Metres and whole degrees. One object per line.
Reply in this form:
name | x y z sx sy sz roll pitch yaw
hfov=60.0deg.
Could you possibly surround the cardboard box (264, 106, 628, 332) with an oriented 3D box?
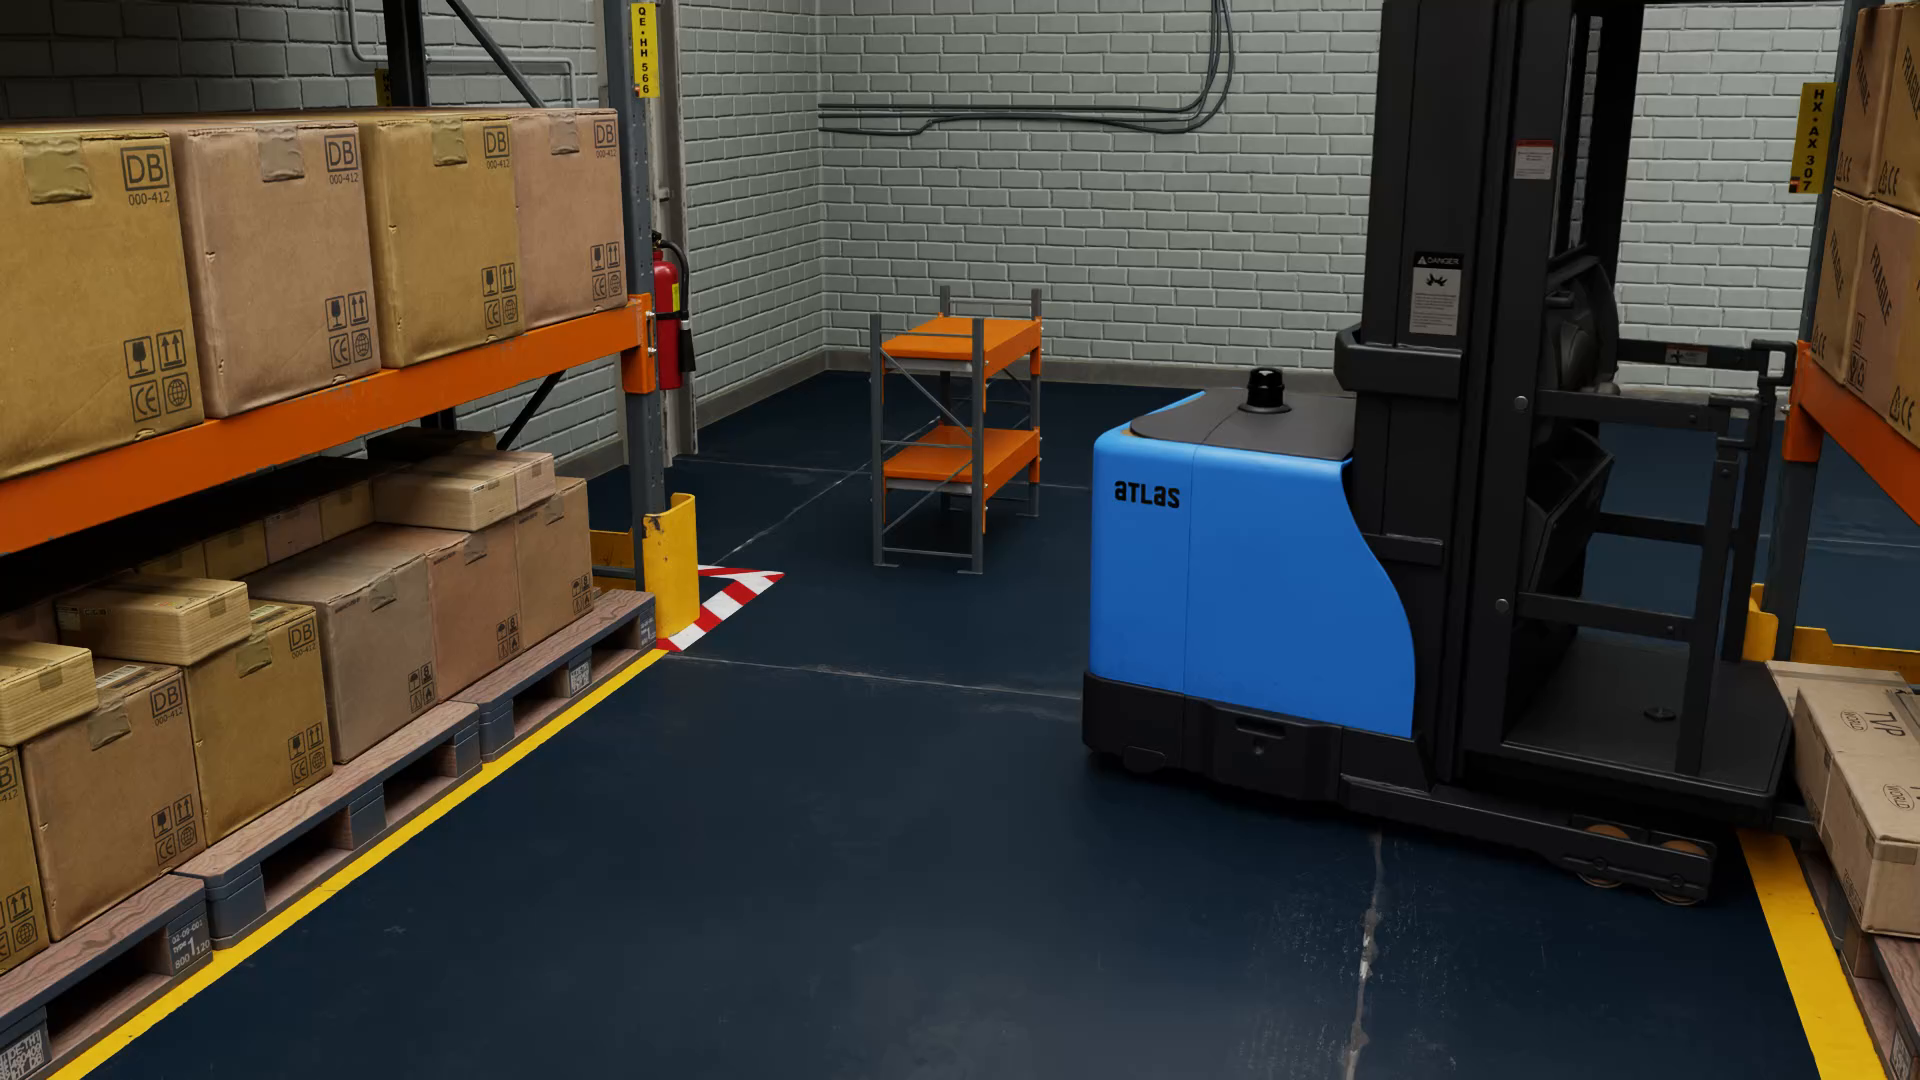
cardboard box | -1.788 -1.147 5.826 0.980 0.700 0.700 5 17 18

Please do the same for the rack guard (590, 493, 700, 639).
rack guard | -1.646 0.059 6.703 1.175 0.500 0.348 5 16 16

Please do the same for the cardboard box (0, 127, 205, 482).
cardboard box | -2.407 -0.566 3.777 0.980 0.700 0.700 4 16 14

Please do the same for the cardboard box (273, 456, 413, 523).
cardboard box | -2.055 -0.173 5.565 0.380 0.149 0.250 5 16 16

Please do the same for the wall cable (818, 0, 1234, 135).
wall cable | 0.297 -3.981 11.065 3.097 2.526 0.112 5 16 16

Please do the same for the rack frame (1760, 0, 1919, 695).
rack frame | 3.098 -0.754 4.989 1.000 3.000 0.127 5 16 16

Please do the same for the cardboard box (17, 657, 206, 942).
cardboard box | -2.333 0.591 4.059 0.700 0.500 0.500 4 16 15

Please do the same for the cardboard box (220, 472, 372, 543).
cardboard box | -2.127 -0.108 5.334 0.380 0.149 0.250 5 17 16

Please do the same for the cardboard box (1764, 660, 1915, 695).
cardboard box | 2.649 0.489 5.026 0.380 0.149 0.250 5 16 16

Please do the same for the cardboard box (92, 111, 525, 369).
cardboard box | -1.984 -0.956 5.152 0.980 0.700 0.700 4 16 15

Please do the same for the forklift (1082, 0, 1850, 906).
forklift | 1.924 -0.606 4.595 3.031 2.935 1.130 9 18 29

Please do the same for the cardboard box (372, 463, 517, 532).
cardboard box | -1.690 -0.143 5.458 0.380 0.149 0.250 5 17 17

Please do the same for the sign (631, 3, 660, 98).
sign | -1.137 -1.762 5.989 0.100 0.325 0.005 5 16 16

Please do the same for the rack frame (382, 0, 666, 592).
rack frame | -1.653 -1.137 6.340 1.000 3.000 0.127 5 16 16

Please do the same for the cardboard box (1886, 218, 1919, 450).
cardboard box | 2.432 -0.440 3.699 0.500 0.500 0.500 5 16 16

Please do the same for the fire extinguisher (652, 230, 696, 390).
fire extinguisher | -1.168 -0.924 6.415 0.296 0.674 0.183 5 16 16

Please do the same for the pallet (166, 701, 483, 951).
pallet | -2.154 0.738 4.840 1.003 0.211 1.213 5 16 16

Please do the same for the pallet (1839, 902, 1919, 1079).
pallet | 2.502 1.135 3.442 1.003 0.211 1.213 5 16 16

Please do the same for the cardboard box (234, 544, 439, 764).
cardboard box | -2.040 0.317 5.025 0.700 0.500 0.500 4 16 14

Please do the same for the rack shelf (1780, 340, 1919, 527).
rack shelf | 2.529 0.116 3.243 1.077 0.370 4.000 5 16 16

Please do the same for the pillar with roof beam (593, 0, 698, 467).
pillar with roof beam | 2.413 -4.463 7.072 9.100 9.000 0.400 5 16 16

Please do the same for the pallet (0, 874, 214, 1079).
pallet | -2.498 1.058 3.711 1.003 0.211 1.213 5 16 16

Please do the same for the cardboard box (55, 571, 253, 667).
cardboard box | -2.058 0.198 4.255 0.380 0.149 0.250 4 16 14

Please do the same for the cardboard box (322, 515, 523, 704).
cardboard box | -1.898 0.186 5.489 0.700 0.500 0.500 5 16 16

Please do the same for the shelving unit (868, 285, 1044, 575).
shelving unit | 0.002 -0.543 7.682 0.538 1.125 1.048 5 16 16

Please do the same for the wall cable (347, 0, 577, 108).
wall cable | -2.196 -2.034 7.641 0.084 1.984 1.851 5 16 16

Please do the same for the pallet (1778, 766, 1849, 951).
pallet | 2.850 0.817 4.564 1.003 0.211 1.213 5 16 16

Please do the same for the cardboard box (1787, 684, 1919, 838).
cardboard box | 2.529 0.609 4.419 0.500 0.250 0.500 5 16 16

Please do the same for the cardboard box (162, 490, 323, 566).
cardboard box | -2.198 -0.041 5.099 0.380 0.149 0.250 5 17 17

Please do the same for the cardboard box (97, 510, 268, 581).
cardboard box | -2.271 0.026 4.863 0.380 0.149 0.250 5 17 16

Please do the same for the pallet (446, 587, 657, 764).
pallet | -1.805 0.420 5.962 1.003 0.211 1.213 5 16 16

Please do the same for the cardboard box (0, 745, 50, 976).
cardboard box | -2.479 0.723 3.596 0.700 0.500 0.500 5 17 17

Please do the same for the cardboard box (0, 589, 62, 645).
cardboard box | -2.488 0.226 4.158 0.380 0.149 0.250 4 16 14

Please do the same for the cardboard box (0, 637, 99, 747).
cardboard box | -2.206 0.335 3.774 0.380 0.149 0.250 5 17 18

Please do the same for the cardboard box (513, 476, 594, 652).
cardboard box | -1.756 0.055 5.951 0.700 0.500 0.500 5 16 16

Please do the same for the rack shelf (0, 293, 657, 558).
rack shelf | -2.221 -0.267 4.594 1.077 0.370 4.000 5 16 16

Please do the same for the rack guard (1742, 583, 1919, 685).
rack guard | 3.076 0.469 5.260 1.175 0.500 0.348 5 16 16

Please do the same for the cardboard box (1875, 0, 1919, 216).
cardboard box | 2.577 -1.050 4.018 0.500 0.500 0.500 5 17 16

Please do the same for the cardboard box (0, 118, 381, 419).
cardboard box | -2.210 -0.757 4.451 0.980 0.700 0.700 4 16 13

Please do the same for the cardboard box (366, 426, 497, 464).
cardboard box | -1.912 -0.306 6.032 0.380 0.149 0.250 5 17 16

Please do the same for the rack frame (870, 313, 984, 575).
rack frame | -0.143 -0.410 7.213 0.500 1.125 0.032 5 16 16

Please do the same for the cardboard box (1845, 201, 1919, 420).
cardboard box | 2.577 -0.571 4.161 0.500 0.500 0.500 4 16 15

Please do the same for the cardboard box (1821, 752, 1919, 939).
cardboard box | 2.387 0.739 3.958 0.500 0.250 0.500 5 16 16

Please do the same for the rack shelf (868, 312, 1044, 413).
rack shelf | 0.002 -0.825 7.602 0.538 0.278 1.000 5 16 16

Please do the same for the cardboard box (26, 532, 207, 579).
cardboard box | -2.343 0.092 4.629 0.380 0.149 0.250 4 16 15

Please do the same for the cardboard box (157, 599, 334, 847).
cardboard box | -2.185 0.457 4.532 0.700 0.500 0.500 5 17 17

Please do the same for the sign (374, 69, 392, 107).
sign | -2.183 -1.636 6.369 0.100 0.325 0.005 5 16 16

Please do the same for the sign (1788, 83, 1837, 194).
sign | 2.577 -1.212 5.019 0.100 0.325 0.005 5 16 16

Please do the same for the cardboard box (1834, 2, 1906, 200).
cardboard box | 2.719 -1.187 4.502 0.500 0.500 0.500 5 17 18

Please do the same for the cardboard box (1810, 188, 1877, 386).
cardboard box | 2.719 -0.706 4.638 0.500 0.500 0.500 5 17 17

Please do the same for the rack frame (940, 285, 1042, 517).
rack frame | 0.146 -0.676 8.151 0.500 1.125 0.032 5 16 16

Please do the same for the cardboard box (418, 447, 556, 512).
cardboard box | -1.618 -0.210 5.694 0.380 0.149 0.250 4 16 15

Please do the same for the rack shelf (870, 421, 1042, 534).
rack shelf | 0.002 -0.308 7.749 0.538 0.278 1.000 5 16 16

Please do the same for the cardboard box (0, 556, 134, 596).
cardboard box | -2.416 0.160 4.391 0.380 0.149 0.250 5 17 16

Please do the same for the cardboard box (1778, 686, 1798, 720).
cardboard box | 2.578 0.546 4.793 0.380 0.166 0.250 5 16 16
